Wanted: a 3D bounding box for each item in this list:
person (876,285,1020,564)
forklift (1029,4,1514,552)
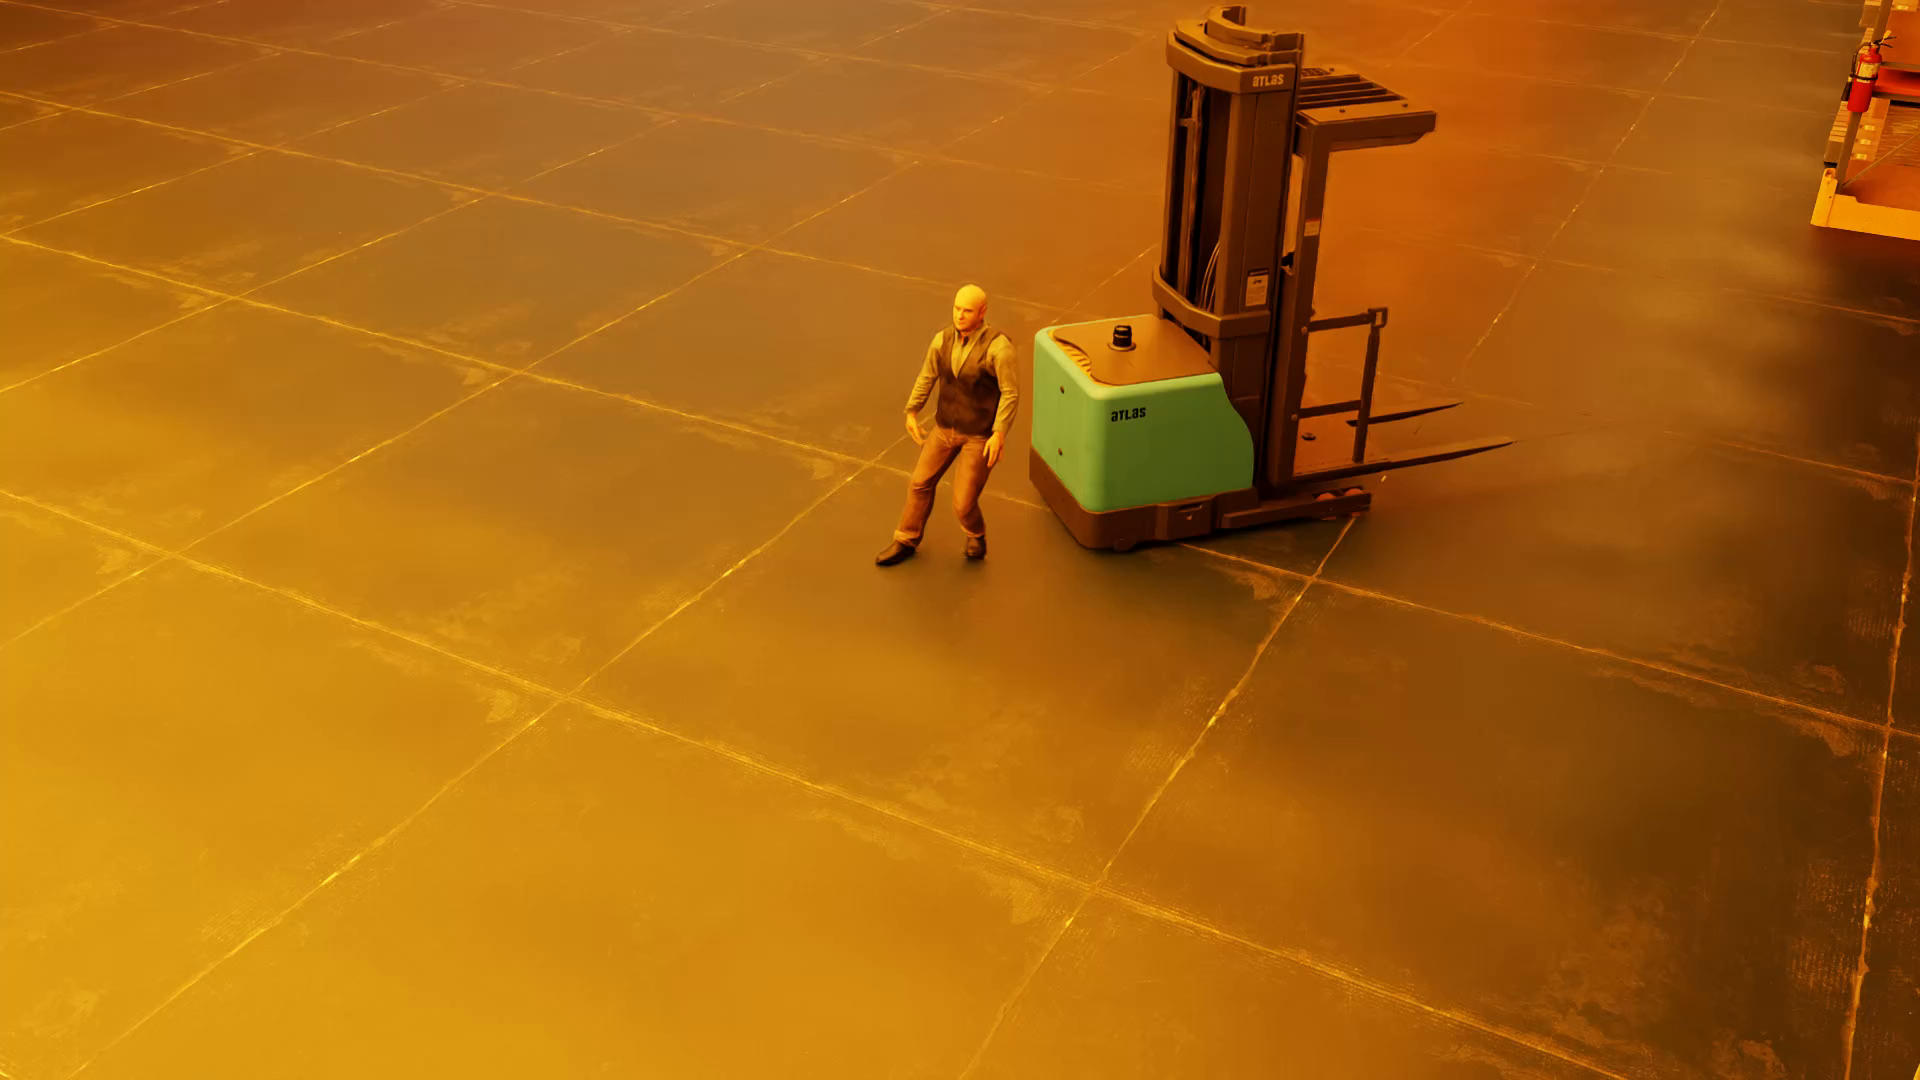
[{"bbox_3d":[-0.056,-0.592,9.384,0.687,1.679,0.665,22,36,33],"label":"person"},{"bbox_3d":[2.011,-1.628,9.892,3.031,2.935,1.130,-9,31,-16],"label":"forklift"}]
